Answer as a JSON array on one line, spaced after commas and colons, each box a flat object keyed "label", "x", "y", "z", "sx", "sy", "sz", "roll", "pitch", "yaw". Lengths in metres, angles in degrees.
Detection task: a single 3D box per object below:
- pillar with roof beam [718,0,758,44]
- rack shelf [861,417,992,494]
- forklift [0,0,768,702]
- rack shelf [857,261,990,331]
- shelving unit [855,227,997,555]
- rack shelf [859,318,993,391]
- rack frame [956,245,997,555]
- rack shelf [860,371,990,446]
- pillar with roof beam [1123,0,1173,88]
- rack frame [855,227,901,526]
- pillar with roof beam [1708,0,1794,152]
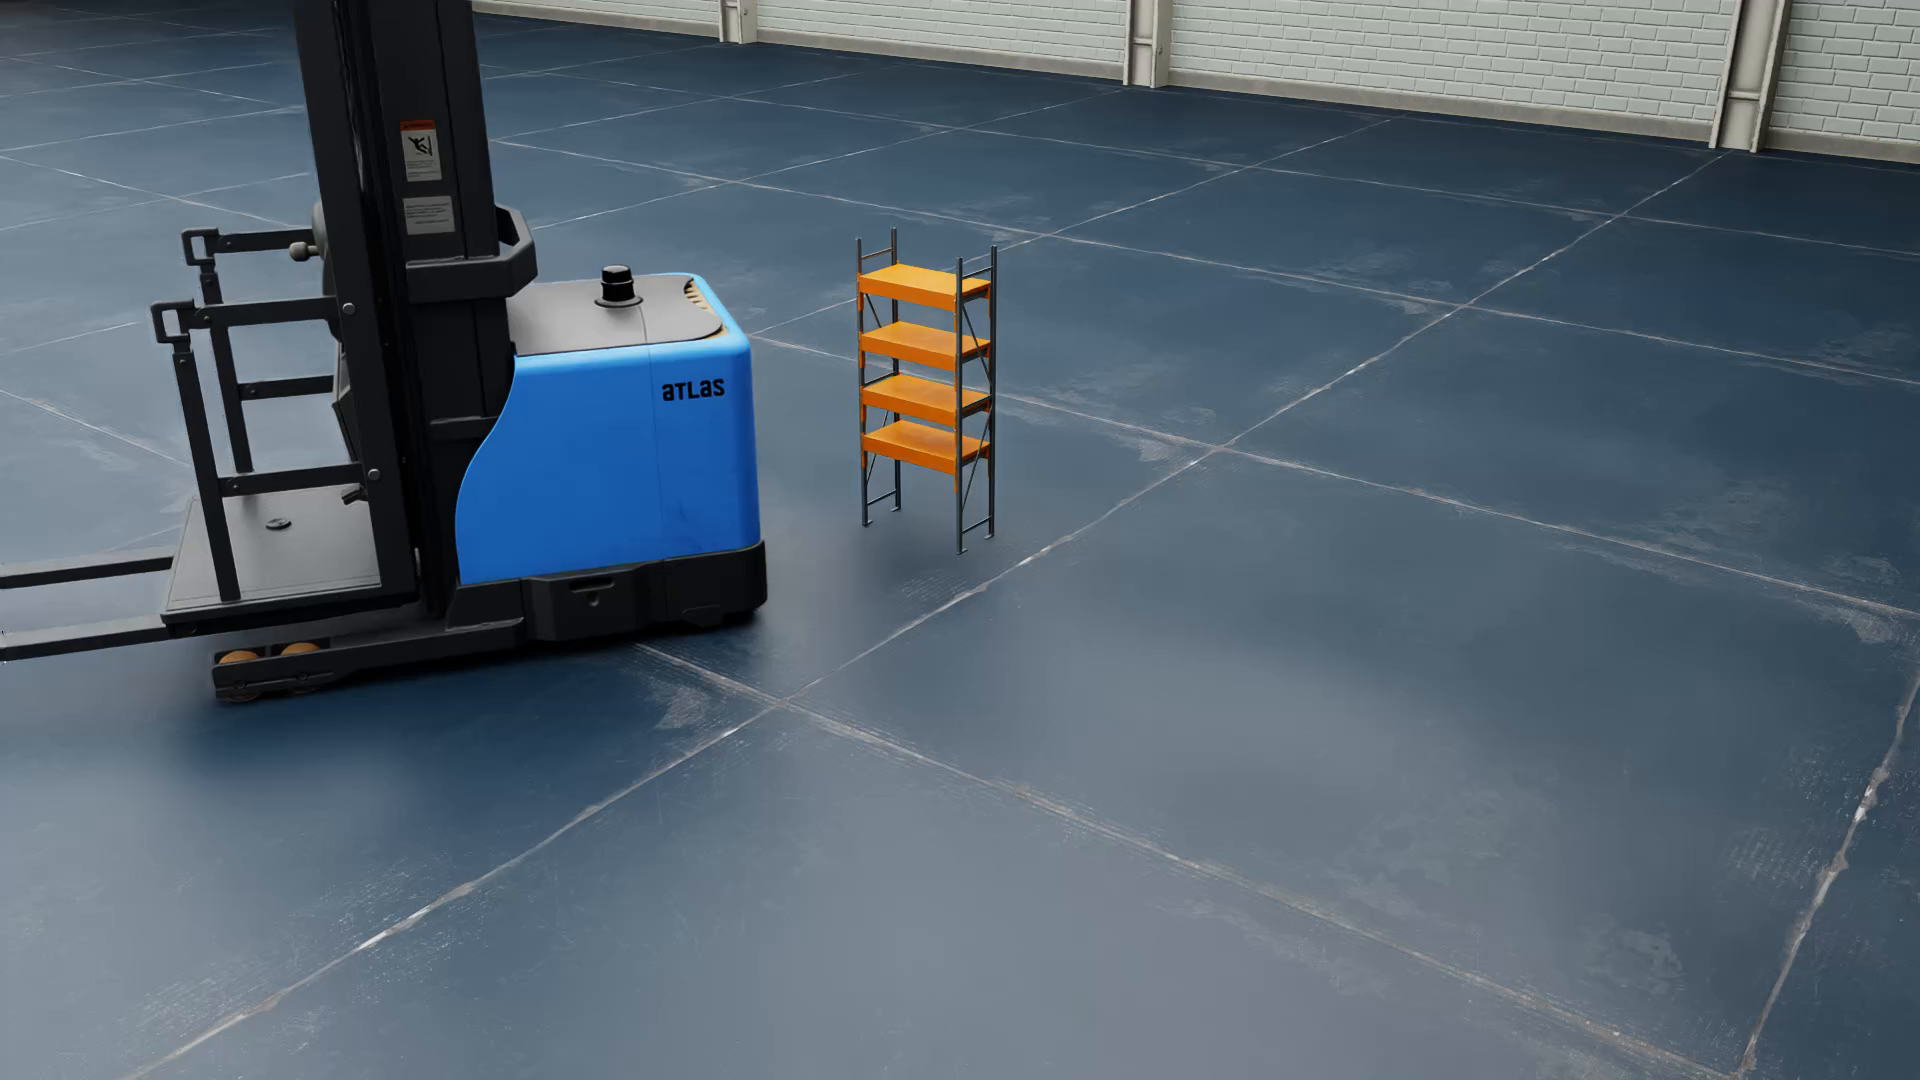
[{"label": "pillar with roof beam", "x": -5.388, "y": -9.067, "z": 16.167, "sx": 0.400, "sy": 9.000, "sz": 9.100, "roll": 17, "pitch": 29, "yaw": 33}, {"label": "rack shelf", "x": -0.132, "y": -0.346, "z": 6.706, "sx": 0.480, "sy": 0.148, "sz": 0.258, "roll": 17, "pitch": 29, "yaw": 33}, {"label": "forklift", "x": -2.279, "y": -1.042, "z": 5.479, "sx": 3.031, "sy": 2.935, "sz": 1.130, "roll": -8, "pitch": 25, "yaw": -17}, {"label": "rack shelf", "x": -0.132, "y": -0.949, "z": 6.440, "sx": 0.480, "sy": 0.148, "sz": 0.258, "roll": 17, "pitch": 29, "yaw": 33}, {"label": "shelving unit", "x": -0.132, "y": -0.589, "z": 6.599, "sx": 0.503, "sy": 1.200, "sz": 0.258, "roll": 17, "pitch": 29, "yaw": 33}, {"label": "rack shelf", "x": -0.132, "y": -0.732, "z": 6.536, "sx": 0.480, "sy": 0.148, "sz": 0.258, "roll": 17, "pitch": 29, "yaw": 33}, {"label": "rack frame", "x": 0.063, "y": -0.530, "z": 6.465, "sx": 0.015, "sy": 1.200, "sz": 0.240, "roll": 17, "pitch": 29, "yaw": 33}, {"label": "rack shelf", "x": -0.132, "y": -0.528, "z": 6.626, "sx": 0.480, "sy": 0.148, "sz": 0.258, "roll": 17, "pitch": 29, "yaw": 33}, {"label": "pillar with roof beam", "x": -0.587, "y": -7.616, "z": 12.874, "sx": 0.400, "sy": 9.000, "sz": 9.100, "roll": 17, "pitch": 29, "yaw": 33}, {"label": "rack frame", "x": -0.328, "y": -0.648, "z": 6.733, "sx": 0.015, "sy": 1.200, "sz": 0.240, "roll": 17, "pitch": 29, "yaw": 33}, {"label": "pillar with roof beam", "x": 4.214, "y": -6.165, "z": 9.581, "sx": 0.400, "sy": 9.000, "sz": 9.100, "roll": 17, "pitch": 29, "yaw": 33}]
